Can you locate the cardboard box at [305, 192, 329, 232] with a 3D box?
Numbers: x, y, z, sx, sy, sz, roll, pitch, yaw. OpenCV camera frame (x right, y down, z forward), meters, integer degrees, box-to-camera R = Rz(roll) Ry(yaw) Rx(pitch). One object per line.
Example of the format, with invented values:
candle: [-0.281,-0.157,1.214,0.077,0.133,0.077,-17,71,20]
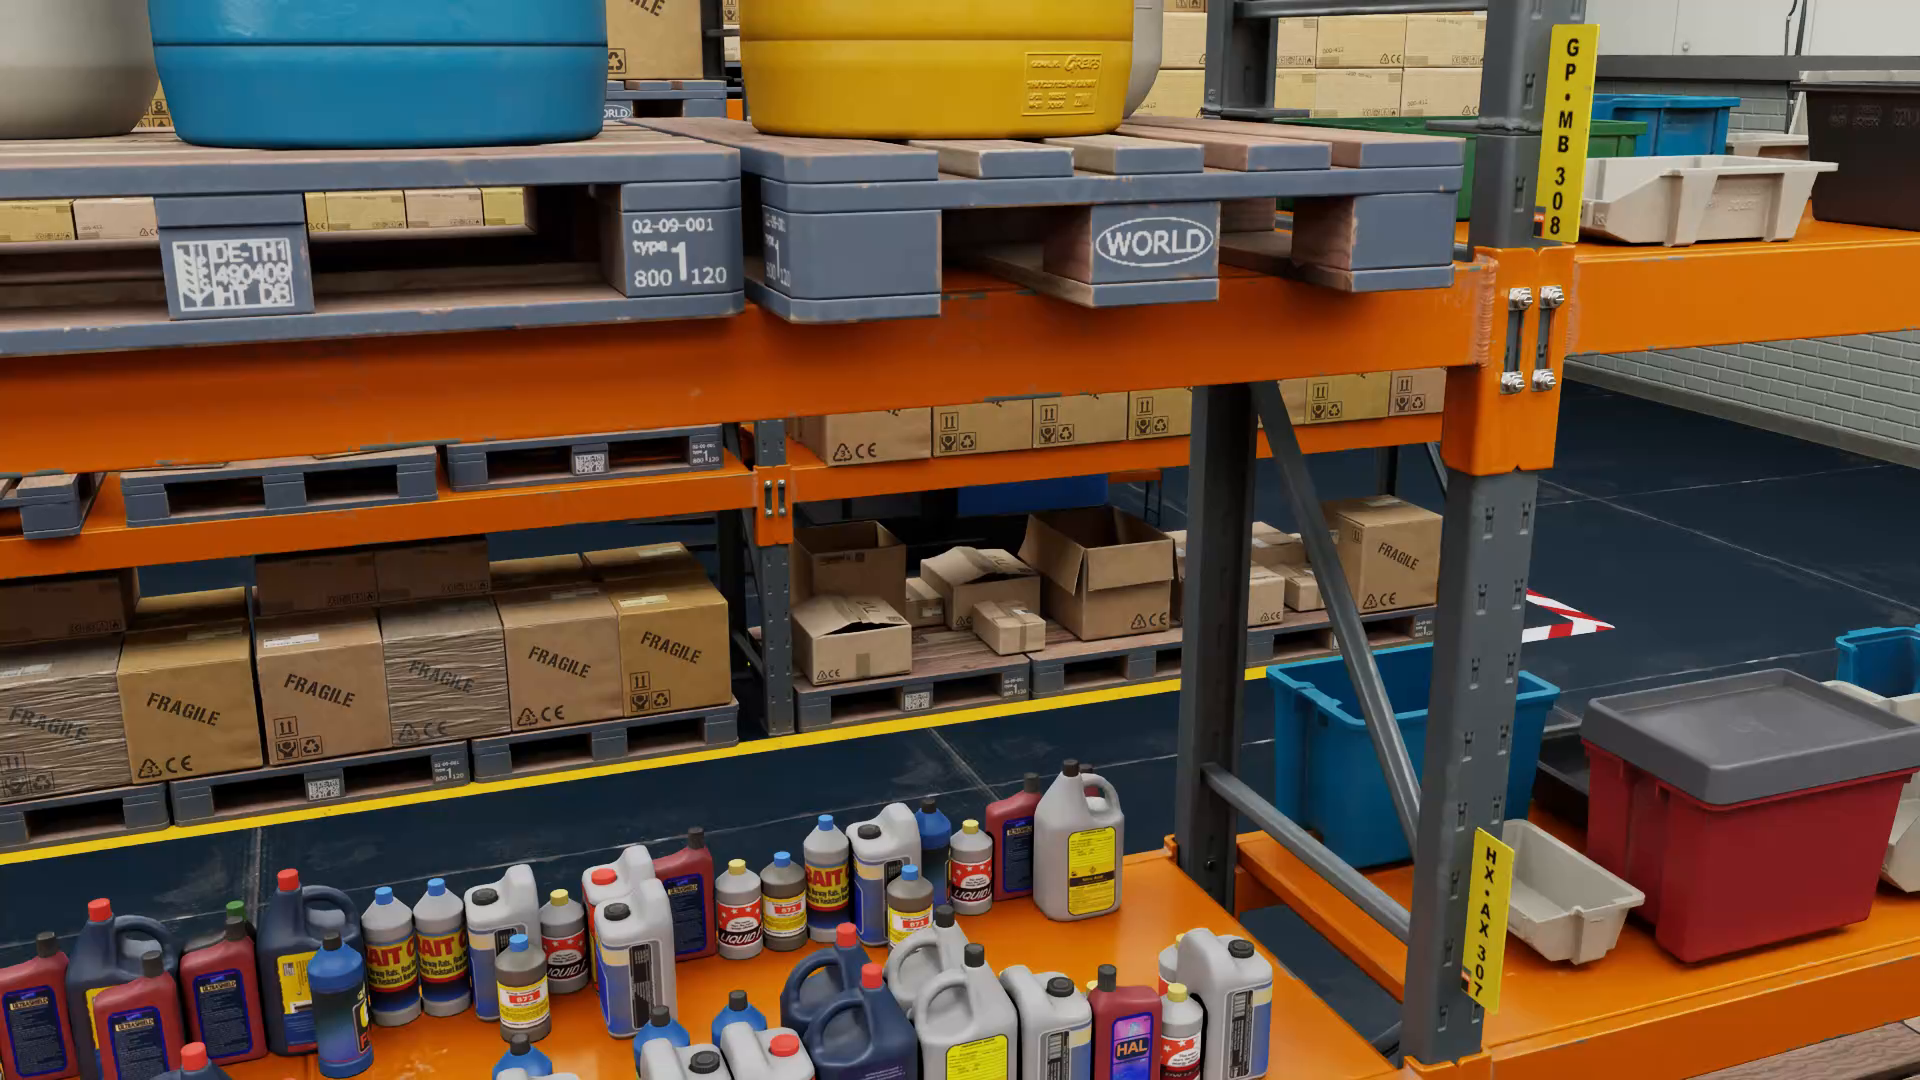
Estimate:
cardboard box: [-4.578,-2.232,11.303,0.500,0.250,0.500,-7,18,-21]

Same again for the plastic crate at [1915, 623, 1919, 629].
plastic crate: [2.901,0.388,4.645,0.300,0.233,0.416,-6,17,-20]

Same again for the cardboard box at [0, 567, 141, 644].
cardboard box: [-3.920,0.234,7.303,0.500,0.250,0.500,-5,17,-18]

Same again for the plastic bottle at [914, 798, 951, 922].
plastic bottle: [-0.068,0.695,3.638,0.097,0.271,0.097,0,16,0]

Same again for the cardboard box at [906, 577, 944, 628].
cardboard box: [-0.266,0.336,8.910,0.250,0.149,0.380,-6,17,-20]

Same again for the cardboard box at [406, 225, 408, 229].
cardboard box: [-4.087,-1.923,11.583,0.500,0.500,0.500,-6,17,-20]

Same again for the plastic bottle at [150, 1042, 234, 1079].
plastic bottle: [-1.206,0.955,2.608,0.185,0.351,0.144,-6,17,-20]

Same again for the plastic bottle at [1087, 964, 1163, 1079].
plastic bottle: [0.292,0.885,2.970,0.133,0.283,0.061,-6,17,-20]

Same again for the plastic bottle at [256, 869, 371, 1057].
plastic bottle: [-1.238,0.790,3.172,0.185,0.351,0.144,-6,17,-20]

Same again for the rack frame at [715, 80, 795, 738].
rack frame: [-1.025,-0.635,7.938,0.127,3.000,1.000,-6,17,-20]

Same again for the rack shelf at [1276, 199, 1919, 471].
rack shelf: [2.612,-0.627,3.864,4.000,0.370,1.077,-6,17,-20]

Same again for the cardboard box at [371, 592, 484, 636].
cardboard box: [-2.527,0.443,7.922,0.500,0.500,0.500,-6,17,-19]

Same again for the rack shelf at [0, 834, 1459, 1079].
rack shelf: [-1.123,1.215,2.913,4.000,0.370,1.077,-6,17,-20]

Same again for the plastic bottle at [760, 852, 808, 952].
plastic bottle: [-0.375,0.761,3.534,0.097,0.201,0.097,0,16,0]

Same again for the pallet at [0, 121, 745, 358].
pallet: [-1.011,-0.460,2.354,1.213,0.211,1.003,-6,17,-20]

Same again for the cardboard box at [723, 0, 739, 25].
cardboard box: [-1.557,-3.966,11.970,0.500,0.500,0.500,-7,18,-21]

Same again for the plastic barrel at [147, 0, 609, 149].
plastic barrel: [-0.795,-1.001,2.223,0.708,0.901,0.600,-6,17,-20]

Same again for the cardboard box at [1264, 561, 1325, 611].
cardboard box: [1.880,0.247,9.182,0.250,0.166,0.380,-6,17,-20]

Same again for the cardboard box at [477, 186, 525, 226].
cardboard box: [-3.145,-2.384,11.821,0.500,0.250,0.500,-6,17,-19]

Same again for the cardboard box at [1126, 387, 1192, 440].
cardboard box: [0.968,-0.817,8.379,0.500,0.500,0.500,-6,18,-21]

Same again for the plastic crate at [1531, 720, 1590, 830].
plastic crate: [1.693,0.588,4.154,0.590,0.125,0.437,-6,17,-20]

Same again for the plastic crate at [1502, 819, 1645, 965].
plastic crate: [1.230,0.757,3.559,0.243,0.136,0.396,-6,17,-20]

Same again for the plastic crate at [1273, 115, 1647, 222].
plastic crate: [1.032,-0.791,3.522,0.662,0.188,0.450,-6,17,-20]

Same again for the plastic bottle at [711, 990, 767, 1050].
plastic bottle: [-0.382,0.912,2.898,0.097,0.271,0.097,0,16,0]

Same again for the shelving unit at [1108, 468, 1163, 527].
shelving unit: [1.109,-0.681,11.268,0.503,1.200,0.258,-4,17,-17]

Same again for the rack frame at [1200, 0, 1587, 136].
rack frame: [0.744,-2.210,2.653,0.127,3.000,1.000,-6,17,-20]

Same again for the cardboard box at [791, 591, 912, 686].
cardboard box: [-0.555,0.458,8.205,0.500,0.311,0.500,-6,17,-20]

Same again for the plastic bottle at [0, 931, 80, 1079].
plastic bottle: [-1.699,0.859,3.055,0.133,0.283,0.061,-6,17,-20]

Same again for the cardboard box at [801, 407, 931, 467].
cardboard box: [-0.451,-0.663,7.854,0.500,0.500,0.500,-6,17,-19]

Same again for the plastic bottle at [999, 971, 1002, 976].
plastic bottle: [0.089,0.894,3.081,0.097,0.201,0.097,0,16,0]

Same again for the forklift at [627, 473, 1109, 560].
forklift: [-0.600,-1.352,10.500,3.031,2.935,1.130,-5,17,-17]

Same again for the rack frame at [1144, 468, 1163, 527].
rack frame: [1.341,-0.697,11.341,0.015,1.200,0.240,-4,17,-17]

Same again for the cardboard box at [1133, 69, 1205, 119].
cardboard box: [0.919,-2.137,7.994,0.500,0.250,0.500,-6,17,-20]

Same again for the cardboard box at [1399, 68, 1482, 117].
cardboard box: [2.325,-2.285,8.497,0.500,0.250,0.500,-6,17,-20]

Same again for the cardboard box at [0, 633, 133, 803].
cardboard box: [-3.746,0.731,6.940,0.500,0.500,0.500,-7,18,-22]

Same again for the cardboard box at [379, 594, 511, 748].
cardboard box: [-2.316,0.576,7.468,0.500,0.500,0.500,-6,17,-19]

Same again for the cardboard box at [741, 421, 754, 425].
cardboard box: [-1.596,-1.039,13.002,0.500,0.500,0.700,-6,18,-21]

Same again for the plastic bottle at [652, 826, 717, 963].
plastic bottle: [-0.580,0.739,3.466,0.133,0.283,0.061,-6,17,-20]

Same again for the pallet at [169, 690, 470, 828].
pallet: [-2.912,0.919,7.595,1.213,0.211,1.003,-6,17,-20]

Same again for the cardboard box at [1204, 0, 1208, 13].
cardboard box: [1.311,-2.843,8.179,0.500,0.500,0.700,-6,17,-20]

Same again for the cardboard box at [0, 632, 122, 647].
cardboard box: [-3.971,0.600,7.386,0.500,0.500,0.500,-5,17,-18]

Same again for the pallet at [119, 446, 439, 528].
pallet: [-2.946,-0.337,7.263,1.213,0.211,1.003,-6,17,-20]

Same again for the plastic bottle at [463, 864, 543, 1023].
plastic bottle: [-0.906,0.791,3.301,0.135,0.276,0.152,-6,17,-20]

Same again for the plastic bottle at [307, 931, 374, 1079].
plastic bottle: [-1.154,0.855,3.090,0.097,0.271,0.097,0,16,0]

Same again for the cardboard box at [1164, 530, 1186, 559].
cardboard box: [1.167,0.151,9.361,0.500,0.250,0.500,-6,17,-20]

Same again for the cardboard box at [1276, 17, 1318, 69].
cardboard box: [1.387,-2.427,8.094,0.500,0.250,0.500,-6,17,-20]

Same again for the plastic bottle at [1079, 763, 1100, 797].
plastic bottle: [0.249,0.649,3.771,0.133,0.283,0.061,-6,17,-20]

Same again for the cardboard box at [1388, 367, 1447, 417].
cardboard box: [2.390,-0.970,8.899,0.500,0.500,0.500,-6,17,-18]

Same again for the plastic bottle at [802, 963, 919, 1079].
plastic bottle: [-0.170,0.889,2.833,0.185,0.351,0.144,-6,17,-20]

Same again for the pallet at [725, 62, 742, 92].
pallet: [-2.033,-3.415,12.236,1.213,0.211,1.003,-6,17,-20]

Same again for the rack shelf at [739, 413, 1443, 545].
rack shelf: [0.843,-0.492,8.726,4.000,0.370,1.077,-6,17,-20]

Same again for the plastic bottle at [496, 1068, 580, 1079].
plastic bottle: [-0.662,0.977,2.667,0.135,0.276,0.152,-6,17,-20]

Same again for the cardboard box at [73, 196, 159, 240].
cardboard box: [-5.518,-2.127,10.947,0.500,0.250,0.500,-6,18,-21]

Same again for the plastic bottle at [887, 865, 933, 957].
plastic bottle: [-0.104,0.778,3.478,0.097,0.201,0.097,0,16,0]

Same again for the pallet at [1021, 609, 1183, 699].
pallet: [0.758,0.510,8.988,1.213,0.211,1.003,-6,17,-20]

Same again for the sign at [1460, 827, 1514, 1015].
sign: [0.939,0.681,2.966,0.005,0.325,0.100,-6,17,-20]

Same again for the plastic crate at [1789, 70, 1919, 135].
plastic crate: [2.299,-0.975,3.981,0.530,0.282,0.437,-6,17,-20]
